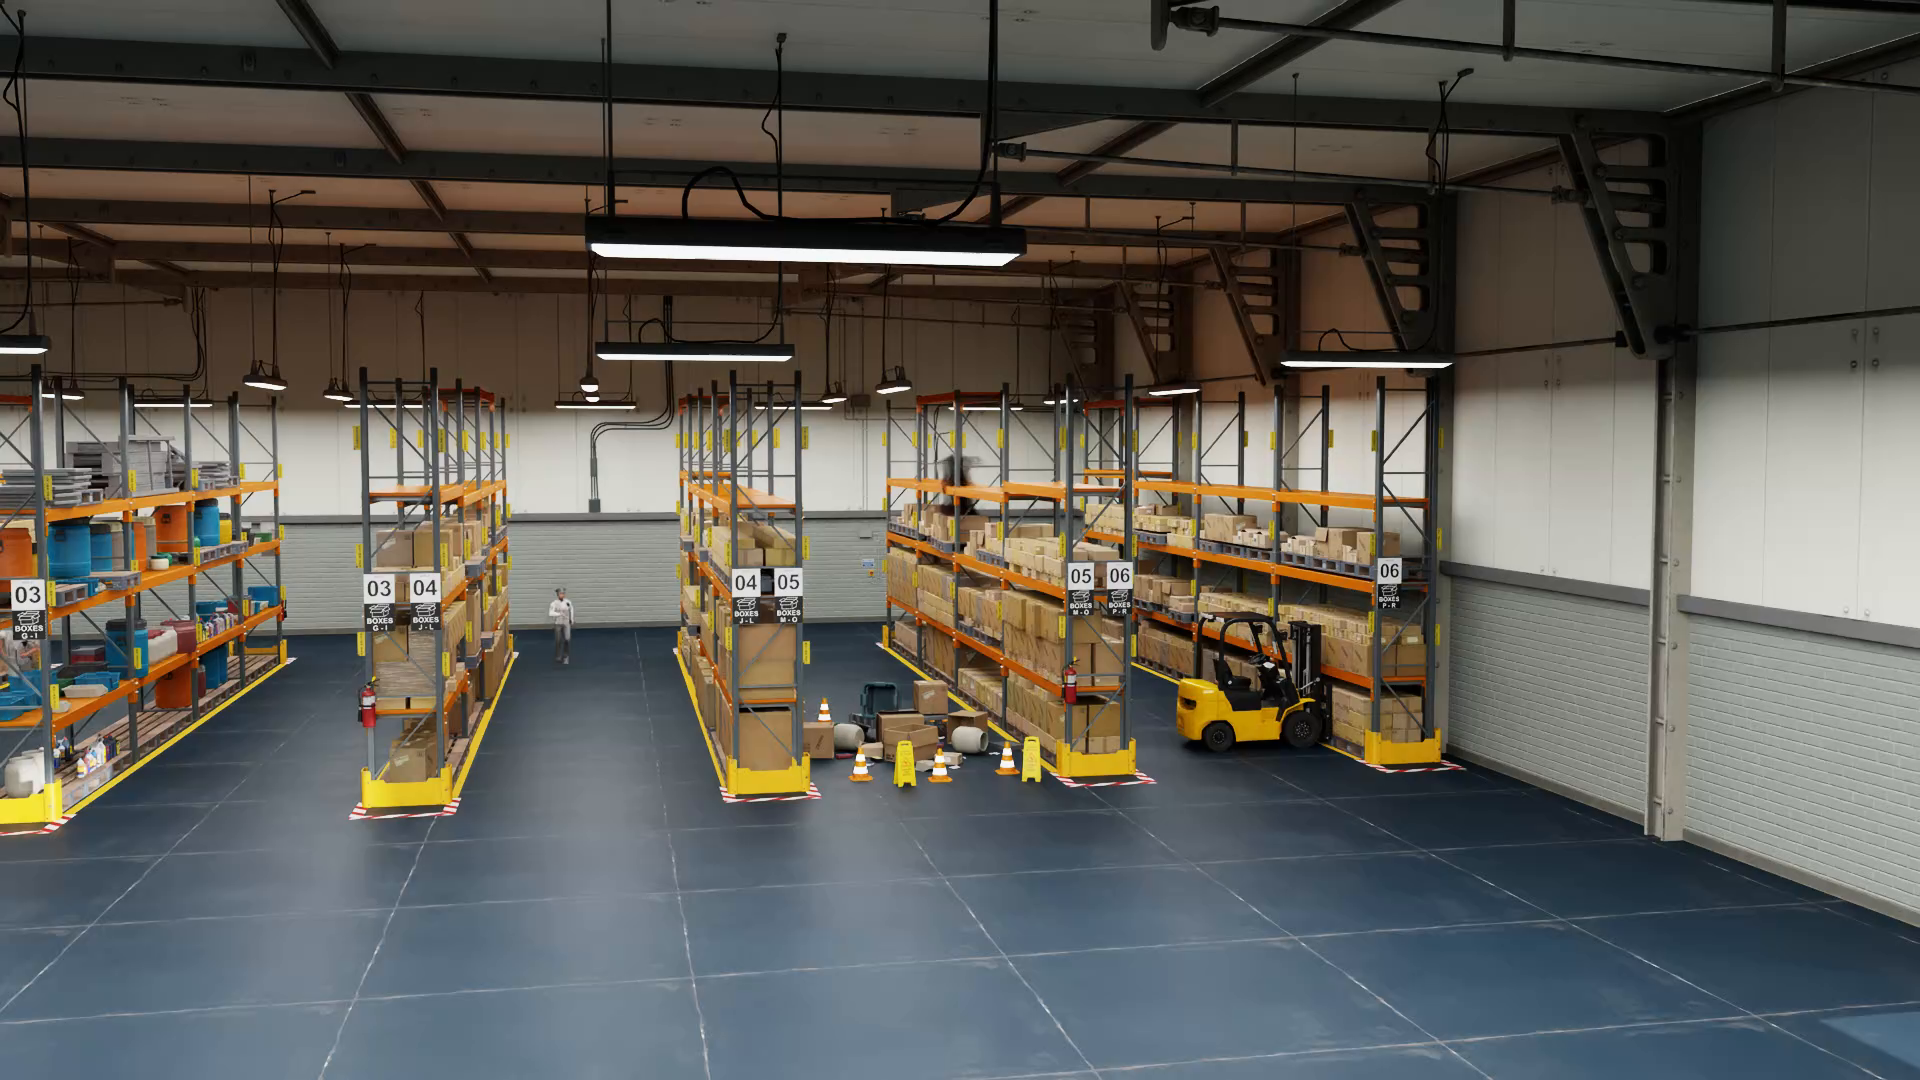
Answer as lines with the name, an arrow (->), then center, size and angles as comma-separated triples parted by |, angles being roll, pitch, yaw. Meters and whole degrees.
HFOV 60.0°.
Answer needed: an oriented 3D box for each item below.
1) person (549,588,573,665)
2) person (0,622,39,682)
person -> -8.959, 1.933, 37.403 | 0.563, 1.746, 0.831 | -1, 4, -20
person -> -17.698, 2.341, 31.310 | 0.712, 1.729, 1.016 | -1, 4, -17
